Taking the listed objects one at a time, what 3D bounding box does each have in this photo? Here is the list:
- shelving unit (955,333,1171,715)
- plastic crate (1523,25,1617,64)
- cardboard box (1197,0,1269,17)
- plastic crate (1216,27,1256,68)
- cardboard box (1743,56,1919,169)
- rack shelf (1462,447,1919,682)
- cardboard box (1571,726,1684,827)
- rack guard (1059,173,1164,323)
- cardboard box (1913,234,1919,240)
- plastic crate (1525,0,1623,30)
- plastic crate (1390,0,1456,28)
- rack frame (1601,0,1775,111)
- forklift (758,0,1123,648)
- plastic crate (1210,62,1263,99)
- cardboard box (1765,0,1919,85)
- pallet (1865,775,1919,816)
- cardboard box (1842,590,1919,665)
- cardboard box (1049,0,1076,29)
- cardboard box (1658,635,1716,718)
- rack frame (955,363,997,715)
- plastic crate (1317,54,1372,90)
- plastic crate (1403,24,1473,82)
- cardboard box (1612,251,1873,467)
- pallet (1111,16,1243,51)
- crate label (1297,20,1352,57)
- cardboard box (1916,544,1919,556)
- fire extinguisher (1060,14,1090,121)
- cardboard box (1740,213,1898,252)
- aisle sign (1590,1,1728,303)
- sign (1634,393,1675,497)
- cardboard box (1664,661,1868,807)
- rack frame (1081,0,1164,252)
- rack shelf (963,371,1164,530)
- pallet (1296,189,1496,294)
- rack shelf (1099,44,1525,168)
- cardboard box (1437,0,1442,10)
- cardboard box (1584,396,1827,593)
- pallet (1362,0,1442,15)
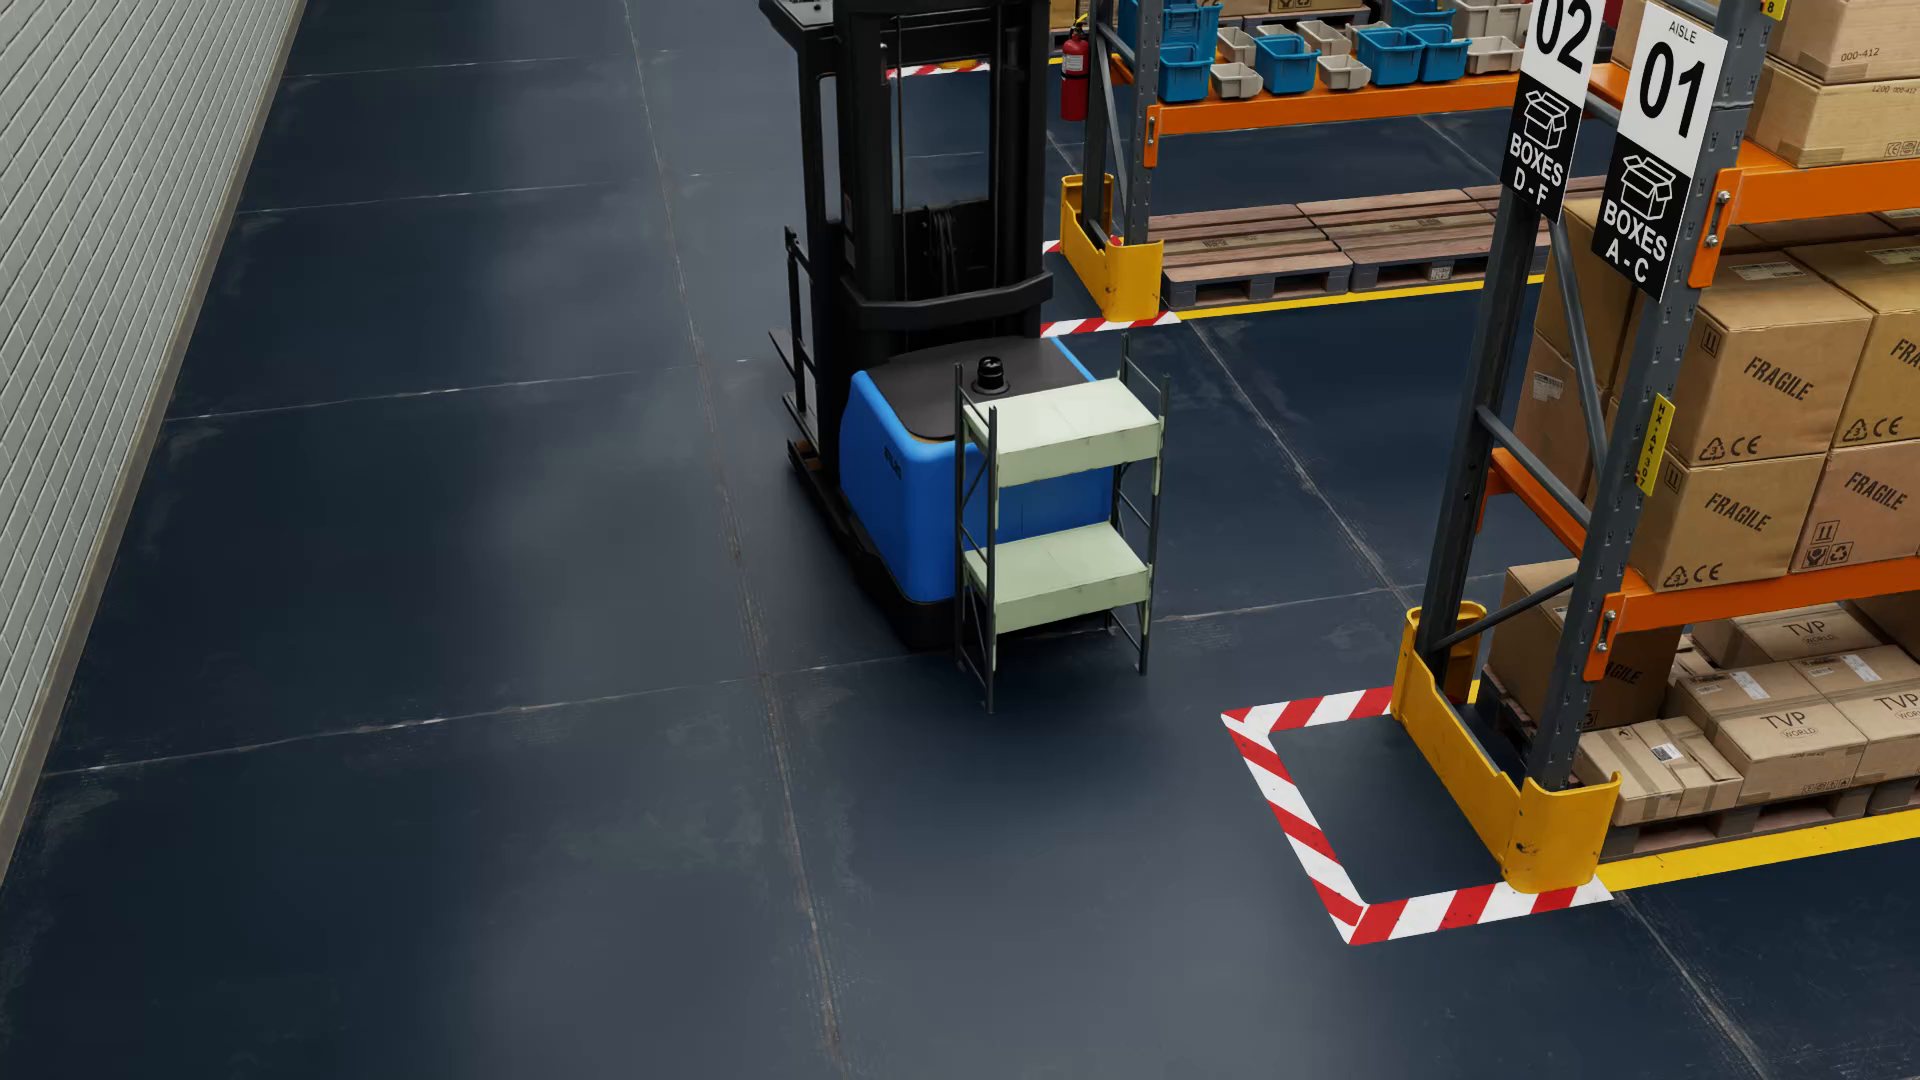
[{"bbox_3d":[0.402,-0.050,6.976,0.755,1.500,0.431,-12,36,-17],"label":"shelving unit"},{"bbox_3d":[3.839,-3.045,10.289,0.590,0.125,0.437,-7,35,-11],"label":"plastic crate"},{"bbox_3d":[2.240,-5.254,14.917,0.875,0.875,0.875,-7,35,-11],"label":"cardboard box"},{"bbox_3d":[1.726,-3.041,10.272,0.243,0.136,0.396,-7,35,-11],"label":"plastic crate"},{"bbox_3d":[2.617,-1.342,5.001,0.500,0.250,0.500,-7,35,-11],"label":"cardboard box"},{"bbox_3d":[4.010,-0.181,6.474,4.000,0.370,1.077,-7,35,-11],"label":"rack shelf"},{"bbox_3d":[2.544,0.902,6.377,0.250,0.149,0.380,-7,35,-11],"label":"cardboard box"},{"bbox_3d":[0.950,-1.879,10.601,0.348,0.500,1.175,-7,35,-11],"label":"rack guard"},{"bbox_3d":[3.548,-0.729,5.658,0.500,0.500,0.500,-7,34,-10],"label":"cardboard box"},{"bbox_3d":[3.946,-3.496,10.657,0.583,0.464,0.402,-7,35,-11],"label":"plastic crate"},{"bbox_3d":[2.917,-3.274,10.533,0.300,0.233,0.416,-7,35,-11],"label":"plastic crate"},{"bbox_3d":[2.059,-2.725,4.235,0.127,3.000,1.000,-7,35,-11],"label":"rack frame"},{"bbox_3d":[-0.264,-1.553,7.933,1.130,2.935,3.031,-12,36,-17],"label":"forklift"},{"bbox_3d":[1.615,-2.688,9.746,0.298,0.136,0.250,-7,35,-11],"label":"plastic crate"},{"bbox_3d":[2.618,-1.546,4.857,0.500,0.250,0.500,-7,35,-11],"label":"cardboard box"},{"bbox_3d":[4.098,0.668,7.065,1.213,0.211,1.003,-7,35,-11],"label":"pallet"},{"bbox_3d":[4.129,0.362,6.864,0.637,0.503,0.797,-7,35,-11],"label":"cardboard box"},{"bbox_3d":[0.484,-5.033,14.588,0.875,0.875,0.875,-7,35,-11],"label":"cardboard box"},{"bbox_3d":[2.950,0.558,6.874,0.250,0.166,0.380,-7,35,-11],"label":"cardboard box"},{"bbox_3d":[0.060,0.023,6.869,0.023,1.500,0.400,-12,36,-17],"label":"rack frame"},{"bbox_3d":[2.276,-2.771,9.870,0.298,0.136,0.250,-7,35,-11],"label":"plastic crate"},{"bbox_3d":[2.861,-2.932,10.024,0.300,0.233,0.416,-7,35,-11],"label":"plastic crate"},{"bbox_3d":[2.550,-0.602,5.468,0.500,0.500,0.500,-6,34,-9],"label":"cardboard box"},{"bbox_3d":[1.828,-4.749,15.138,1.213,0.211,1.003,-7,35,-11],"label":"pallet"},{"bbox_3d":[2.278,-3.116,10.384,0.243,0.136,0.396,-7,35,-11],"label":"crate label"},{"bbox_3d":[3.543,-0.313,5.935,0.500,0.500,0.500,-7,35,-11],"label":"cardboard box"},{"bbox_3d":[0.723,-2.968,10.385,0.183,0.674,0.296,-7,35,-11],"label":"fire extinguisher"},{"bbox_3d":[2.925,-0.957,5.998,0.500,0.500,0.500,-6,34,-9],"label":"cardboard box"},{"bbox_3d":[2.058,-1.145,4.932,0.004,0.787,0.394,-7,35,-11],"label":"aisle sign"},{"bbox_3d":[2.179,-0.299,5.226,0.005,0.325,0.100,-7,35,-11],"label":"sign"},{"bbox_3d":[3.140,0.751,6.512,0.500,0.250,0.500,-7,35,-11],"label":"cardboard box"},{"bbox_3d":[0.970,-2.927,9.919,0.127,3.000,1.000,-7,35,-11],"label":"rack frame"},{"bbox_3d":[0.402,-0.373,6.758,0.720,0.370,0.431,-12,36,-17],"label":"rack shelf"},{"bbox_3d":[2.971,-1.997,11.036,1.213,0.211,1.003,-7,35,-11],"label":"pallet"},{"bbox_3d":[2.921,-2.874,10.486,4.000,0.370,1.077,-7,35,-11],"label":"rack shelf"},{"bbox_3d":[4.399,-5.492,15.272,0.875,0.875,1.225,-7,35,-10],"label":"cardboard box"},{"bbox_3d":[2.550,-0.187,5.747,0.500,0.500,0.500,-6,34,-10],"label":"cardboard box"},{"bbox_3d":[4.515,-5.088,15.643,1.213,0.211,1.003,-7,35,-11],"label":"pallet"}]
